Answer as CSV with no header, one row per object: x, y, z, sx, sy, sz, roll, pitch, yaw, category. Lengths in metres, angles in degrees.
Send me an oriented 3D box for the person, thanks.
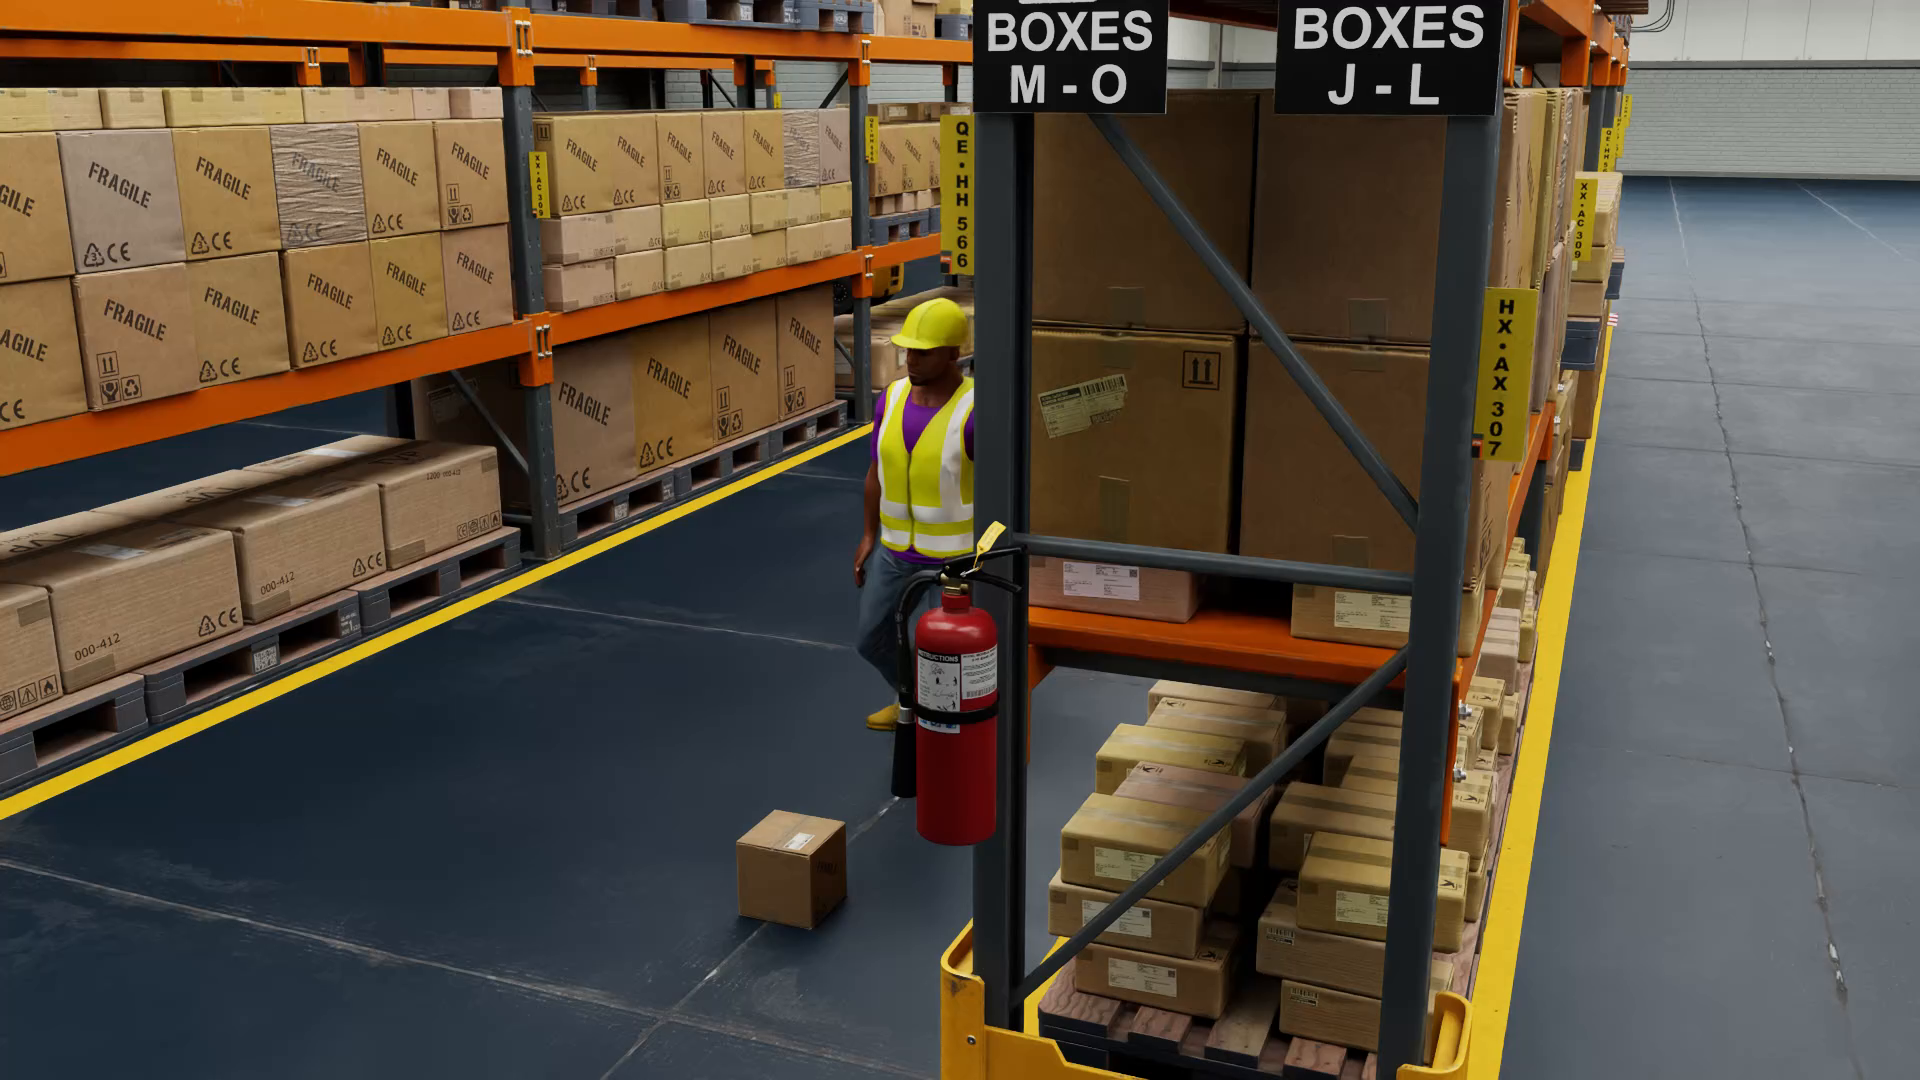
-0.111,0.005,5.914,0.733,1.758,0.524,10,18,33,person
